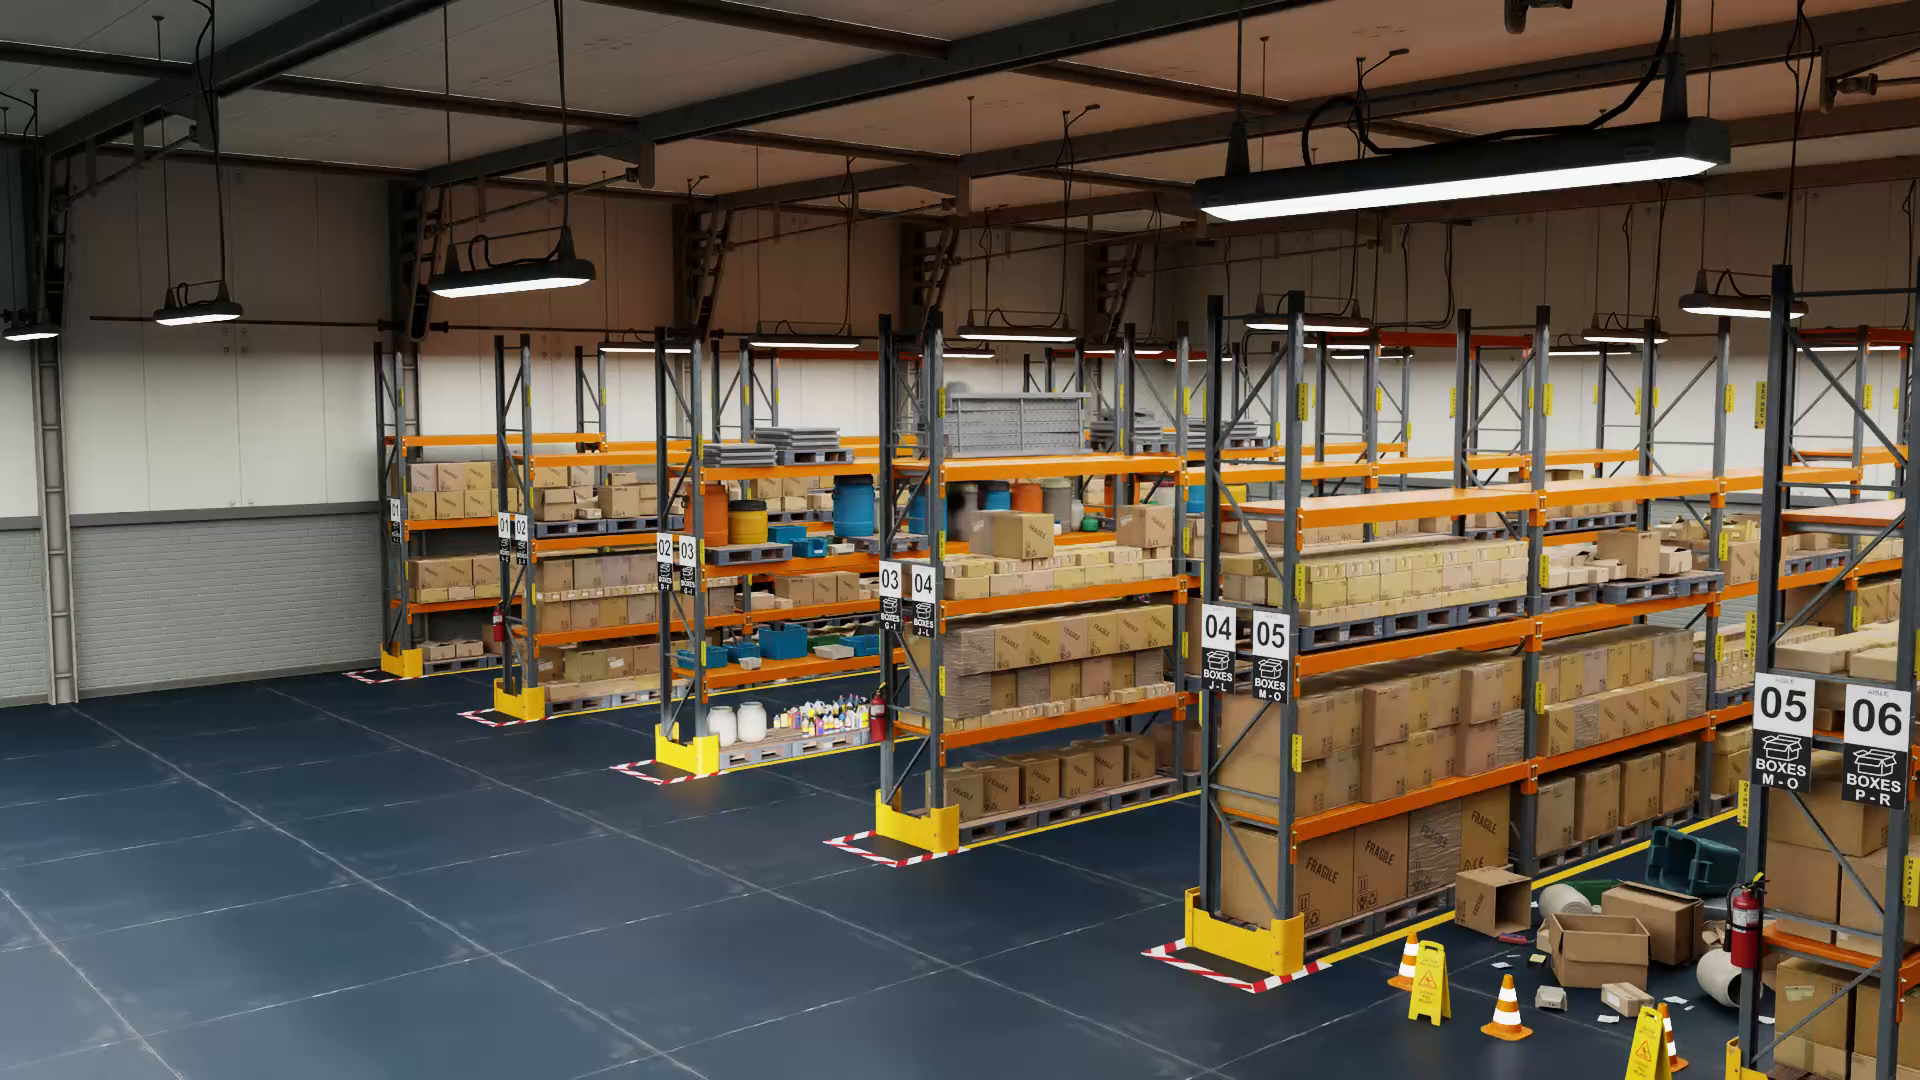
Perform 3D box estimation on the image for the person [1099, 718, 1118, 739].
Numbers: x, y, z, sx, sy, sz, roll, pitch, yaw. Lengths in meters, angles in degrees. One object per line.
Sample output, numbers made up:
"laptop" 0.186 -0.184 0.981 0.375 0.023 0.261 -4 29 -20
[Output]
"person" 2.009 2.008 23.032 0.571 1.575 0.670 5 7 43
